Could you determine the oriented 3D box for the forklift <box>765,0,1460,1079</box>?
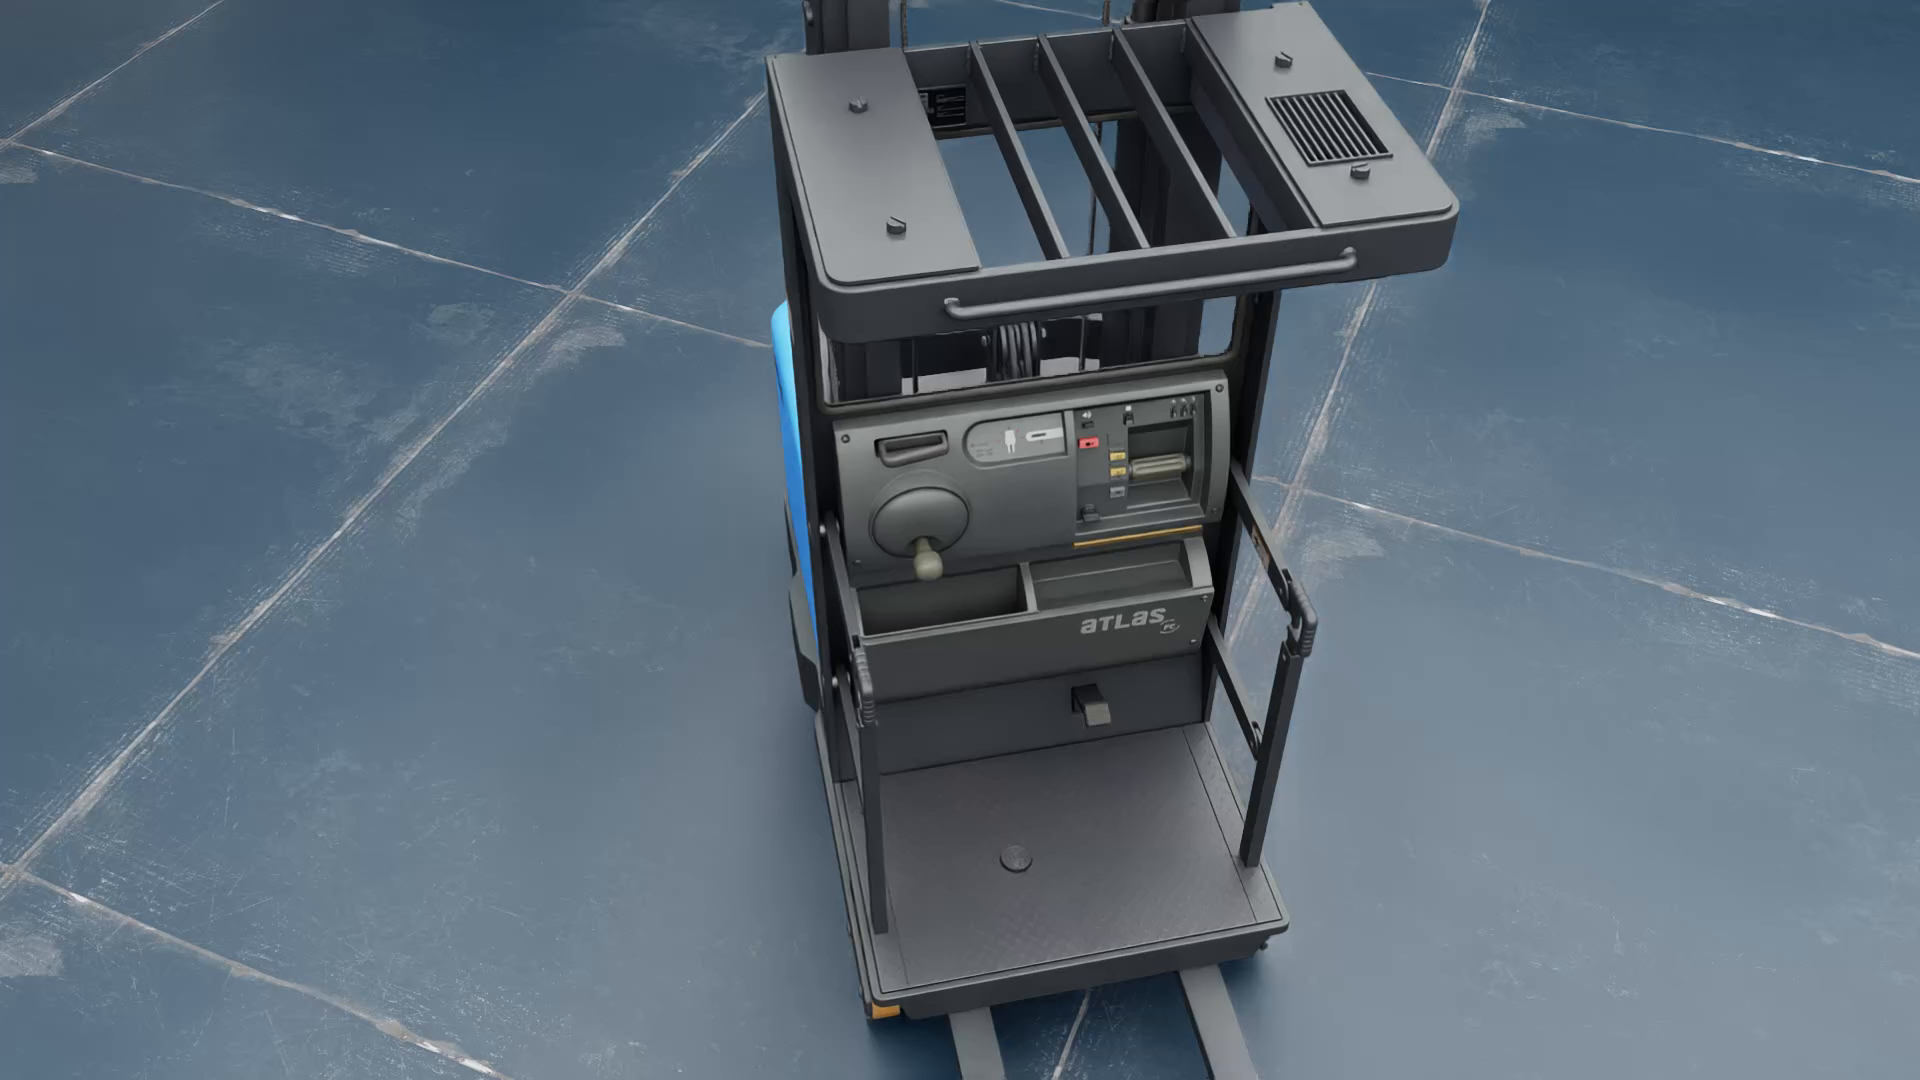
[{"bbox_3d":[0.223,-0.054,3.726,1.130,2.935,3.031,-8,45,-8],"label":"forklift"}]
